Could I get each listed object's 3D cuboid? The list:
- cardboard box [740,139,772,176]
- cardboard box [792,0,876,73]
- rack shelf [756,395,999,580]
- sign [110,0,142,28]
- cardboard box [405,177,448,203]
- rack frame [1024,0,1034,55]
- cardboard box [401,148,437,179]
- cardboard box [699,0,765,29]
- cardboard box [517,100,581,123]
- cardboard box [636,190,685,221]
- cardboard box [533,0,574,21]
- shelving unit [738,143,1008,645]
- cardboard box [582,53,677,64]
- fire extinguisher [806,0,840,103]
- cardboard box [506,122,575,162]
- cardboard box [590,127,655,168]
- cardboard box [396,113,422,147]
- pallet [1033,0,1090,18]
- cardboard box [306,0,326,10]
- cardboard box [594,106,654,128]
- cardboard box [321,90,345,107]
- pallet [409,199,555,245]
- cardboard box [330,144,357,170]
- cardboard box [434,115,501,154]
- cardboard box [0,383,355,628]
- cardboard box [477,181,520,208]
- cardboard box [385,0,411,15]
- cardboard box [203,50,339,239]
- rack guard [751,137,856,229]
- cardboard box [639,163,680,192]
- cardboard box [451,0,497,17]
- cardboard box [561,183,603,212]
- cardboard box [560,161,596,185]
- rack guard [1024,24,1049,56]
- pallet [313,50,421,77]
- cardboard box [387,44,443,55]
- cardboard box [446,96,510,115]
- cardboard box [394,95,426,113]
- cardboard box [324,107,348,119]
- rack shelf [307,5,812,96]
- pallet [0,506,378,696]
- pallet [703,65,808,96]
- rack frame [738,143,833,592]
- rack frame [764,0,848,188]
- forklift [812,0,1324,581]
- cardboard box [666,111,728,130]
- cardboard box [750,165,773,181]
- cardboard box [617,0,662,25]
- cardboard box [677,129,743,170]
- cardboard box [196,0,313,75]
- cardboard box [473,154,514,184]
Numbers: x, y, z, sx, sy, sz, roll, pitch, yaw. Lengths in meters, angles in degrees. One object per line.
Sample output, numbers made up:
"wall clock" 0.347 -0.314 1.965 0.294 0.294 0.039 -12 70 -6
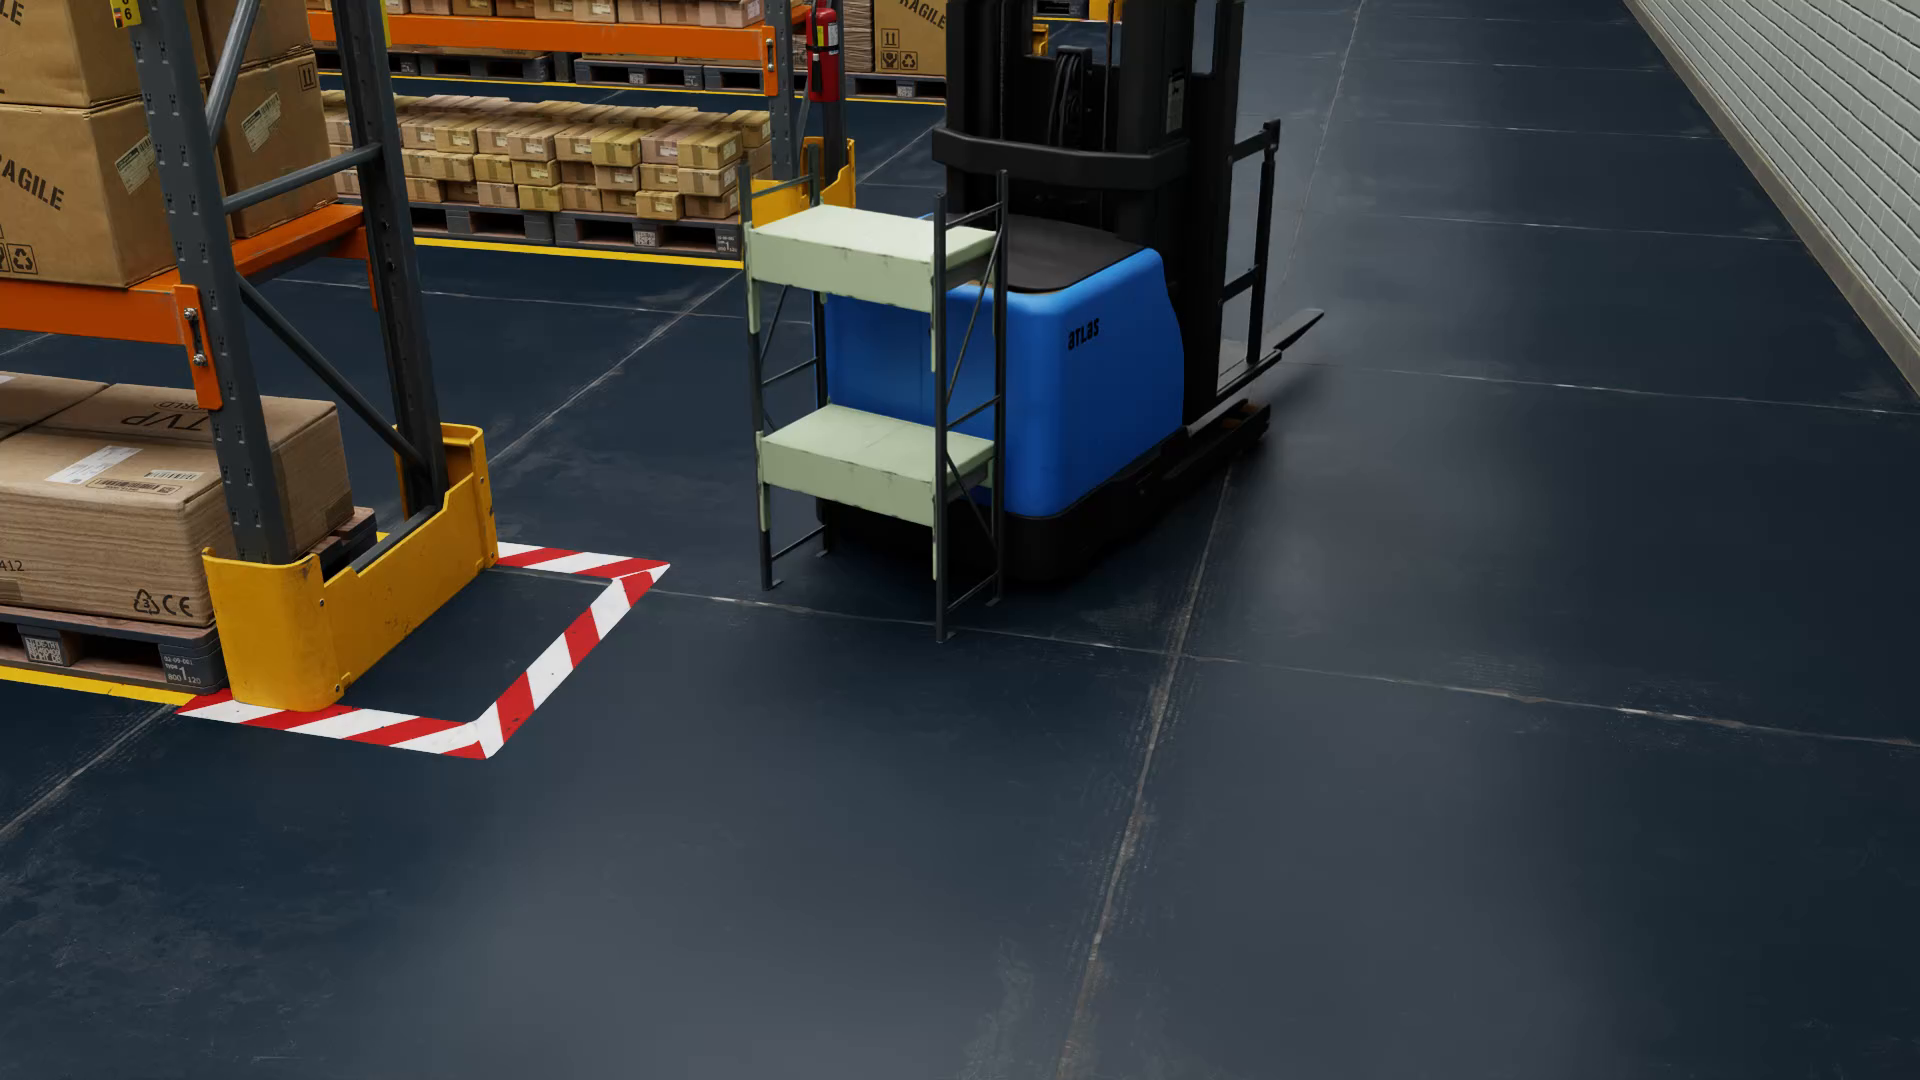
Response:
"cardboard box" -1.320 -2.351 10.181 0.250 0.149 0.380 7 26 15
"cardboard box" -1.065 -4.568 14.339 0.875 0.875 0.875 6 26 13
"rack shelf" -0.274 -0.191 5.666 0.720 0.370 0.431 15 29 29
"sign" -2.160 -1.485 4.257 0.005 0.325 0.100 6 26 13
"cardboard box" -3.211 -2.187 10.183 0.250 0.149 0.380 6 26 12
"rack frame" 0.456 -5.205 13.694 0.127 3.000 1.000 6 26 13
"cardboard box" -3.217 -2.321 10.117 0.250 0.149 0.380 6 26 13
"cardboard box" -1.263 -2.955 9.260 0.250 0.149 0.380 6 26 13
"cardboard box" -2.579 -2.653 10.468 0.250 0.149 0.380 7 26 14
"cardboard box" -1.713 -2.009 9.808 0.250 0.149 0.380 7 26 15
"cardboard box" -2.242 -3.076 9.514 0.250 0.149 0.380 5 26 11
"shelving unit" -0.274 -0.486 5.526 0.755 1.500 0.431 15 29 29
"cardboard box" -2.798 -4.760 14.742 0.875 0.875 0.875 6 26 13
"fire extinguisher" -0.748 -2.729 9.016 0.183 0.674 0.296 6 26 13
"cardboard box" -2.473 -2.359 9.851 0.250 0.149 0.380 7 26 15
"cardboard box" -1.964 -2.299 9.726 0.250 0.149 0.380 6 26 12
"cardboard box" -3.475 -2.487 10.120 0.250 0.149 0.380 7 26 14
"pallet" 0.901 -6.113 18.844 1.213 0.211 1.003 6 26 13
"cardboard box" -3.756 -3.265 9.910 0.250 0.149 0.380 5 26 11
"cardboard box" -2.069 -2.572 10.298 0.250 0.149 0.380 5 26 10
"cardboard box" -4.084 -2.810 10.799 0.250 0.149 0.380 7 26 14
"pallet" -2.906 -2.134 10.486 1.213 0.211 1.003 6 26 13
"cardboard box" -3.706 -2.413 10.312 0.250 0.149 0.380 5 26 10
"cardboard box" -2.962 -2.450 10.042 0.250 0.149 0.380 6 26 13
"cardboard box" -2.676 -0.142 5.550 0.875 0.438 0.875 5 26 11
"cardboard box" -2.712 -2.133 10.068 0.250 0.149 0.380 7 26 14
"cardboard box" -3.270 -3.179 9.730 0.250 0.149 0.380 7 26 15
"cardboard box" -2.405 -1.296 5.366 0.500 0.500 0.500 6 26 13
"rack guard" -0.950 -2.031 9.934 0.348 0.500 1.175 6 26 13
"cardboard box" -1.699 -2.176 9.813 0.250 0.149 0.380 6 26 12
"cardboard box" -2.750 -3.151 9.672 0.250 0.149 0.380 7 26 14
"cardboard box" -2.190 -2.094 9.987 0.250 0.149 0.380 7 26 14
"cardboard box" -2.197 -2.252 9.973 0.250 0.149 0.380 6 26 12
"rack guard" 0.480 -4.074 14.226 0.348 0.500 1.175 6 26 13
"pallet" -5.369 -4.556 15.573 1.213 0.211 1.003 6 26 13
"cardboard box" -4.908 -5.019 15.287 0.875 0.875 1.225 5 26 11
"cardboard box" -3.060 -2.712 10.593 0.250 0.149 0.380 5 26 11
"cardboard box" -3.609 -2.726 10.623 0.250 0.149 0.380 7 26 15
"cardboard box" -3.959 -2.567 10.288 0.250 0.149 0.380 6 26 12
"rack shelf" -2.814 -3.041 9.984 4.000 0.370 1.077 6 26 13
"pallet" -2.806 0.126 5.739 1.213 0.211 1.003 6 26 13
"pallet" -1.515 -4.131 14.681 1.213 0.211 1.003 6 26 13
"rack frame" -0.585 -0.569 5.700 0.023 1.500 0.400 15 29 29
"rack frame" -0.877 -3.151 9.380 0.127 3.000 1.000 6 26 13
"forklift" 0.673 -1.767 6.551 1.130 2.935 3.031 15 29 29
"cardboard box" -1.597 -2.499 10.146 0.250 0.149 0.380 7 26 14
"cardboard box" -1.304 -2.243 10.300 0.250 0.149 0.380 7 26 14
"cardboard box" -1.741 -3.018 9.392 0.250 0.149 0.380 6 26 12
"cardboard box" -1.453 -2.274 9.672 0.250 0.149 0.380 7 26 14
"cardboard box" -2.406 -1.746 5.149 0.500 0.500 0.500 6 26 12
"cardboard box" -2.711 -2.266 10.002 0.250 0.149 0.380 8 27 16
